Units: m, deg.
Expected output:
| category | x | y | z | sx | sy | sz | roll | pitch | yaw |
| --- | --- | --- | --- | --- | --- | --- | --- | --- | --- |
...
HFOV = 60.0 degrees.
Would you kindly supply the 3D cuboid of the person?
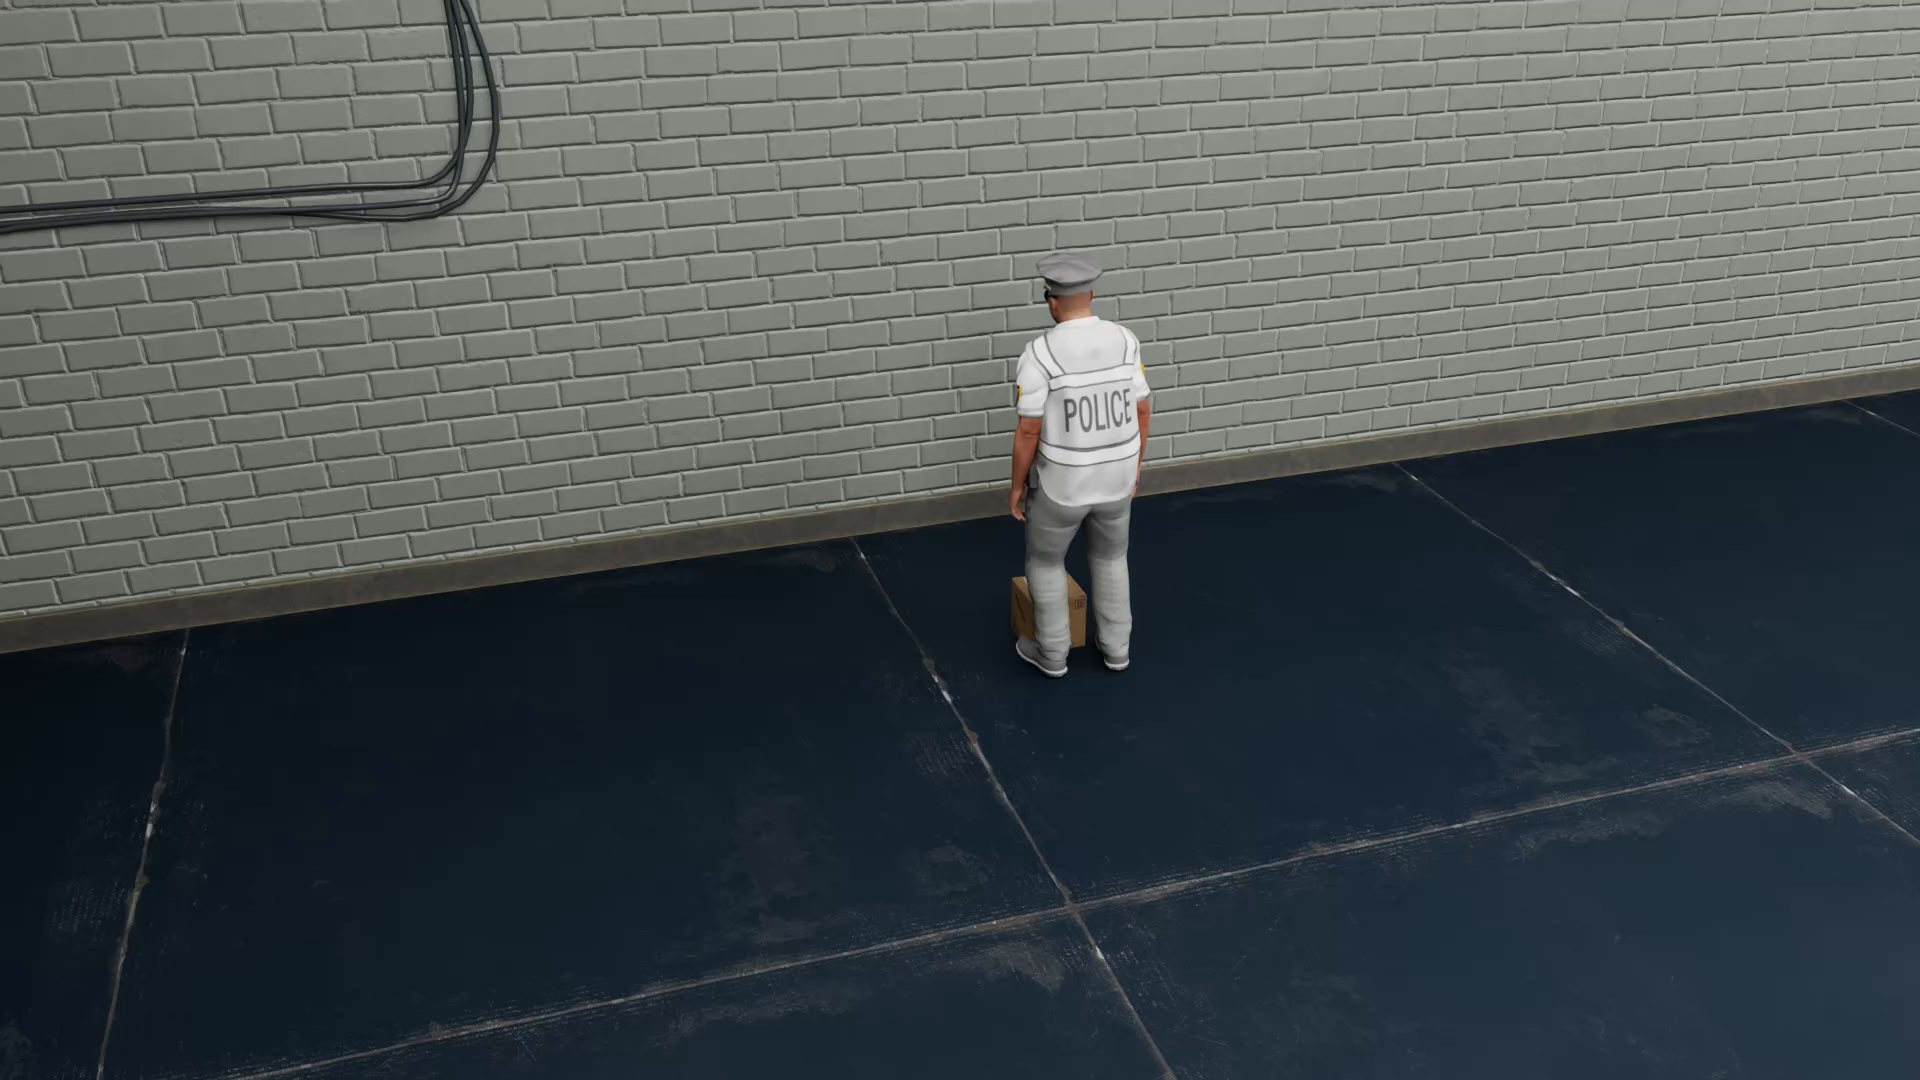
| category | x | y | z | sx | sy | sz | roll | pitch | yaw |
| --- | --- | --- | --- | --- | --- | --- | --- | --- | --- |
| person | 0.466 | -0.255 | 6.625 | 0.593 | 1.746 | 0.480 | -10 | 28 | -19 |
